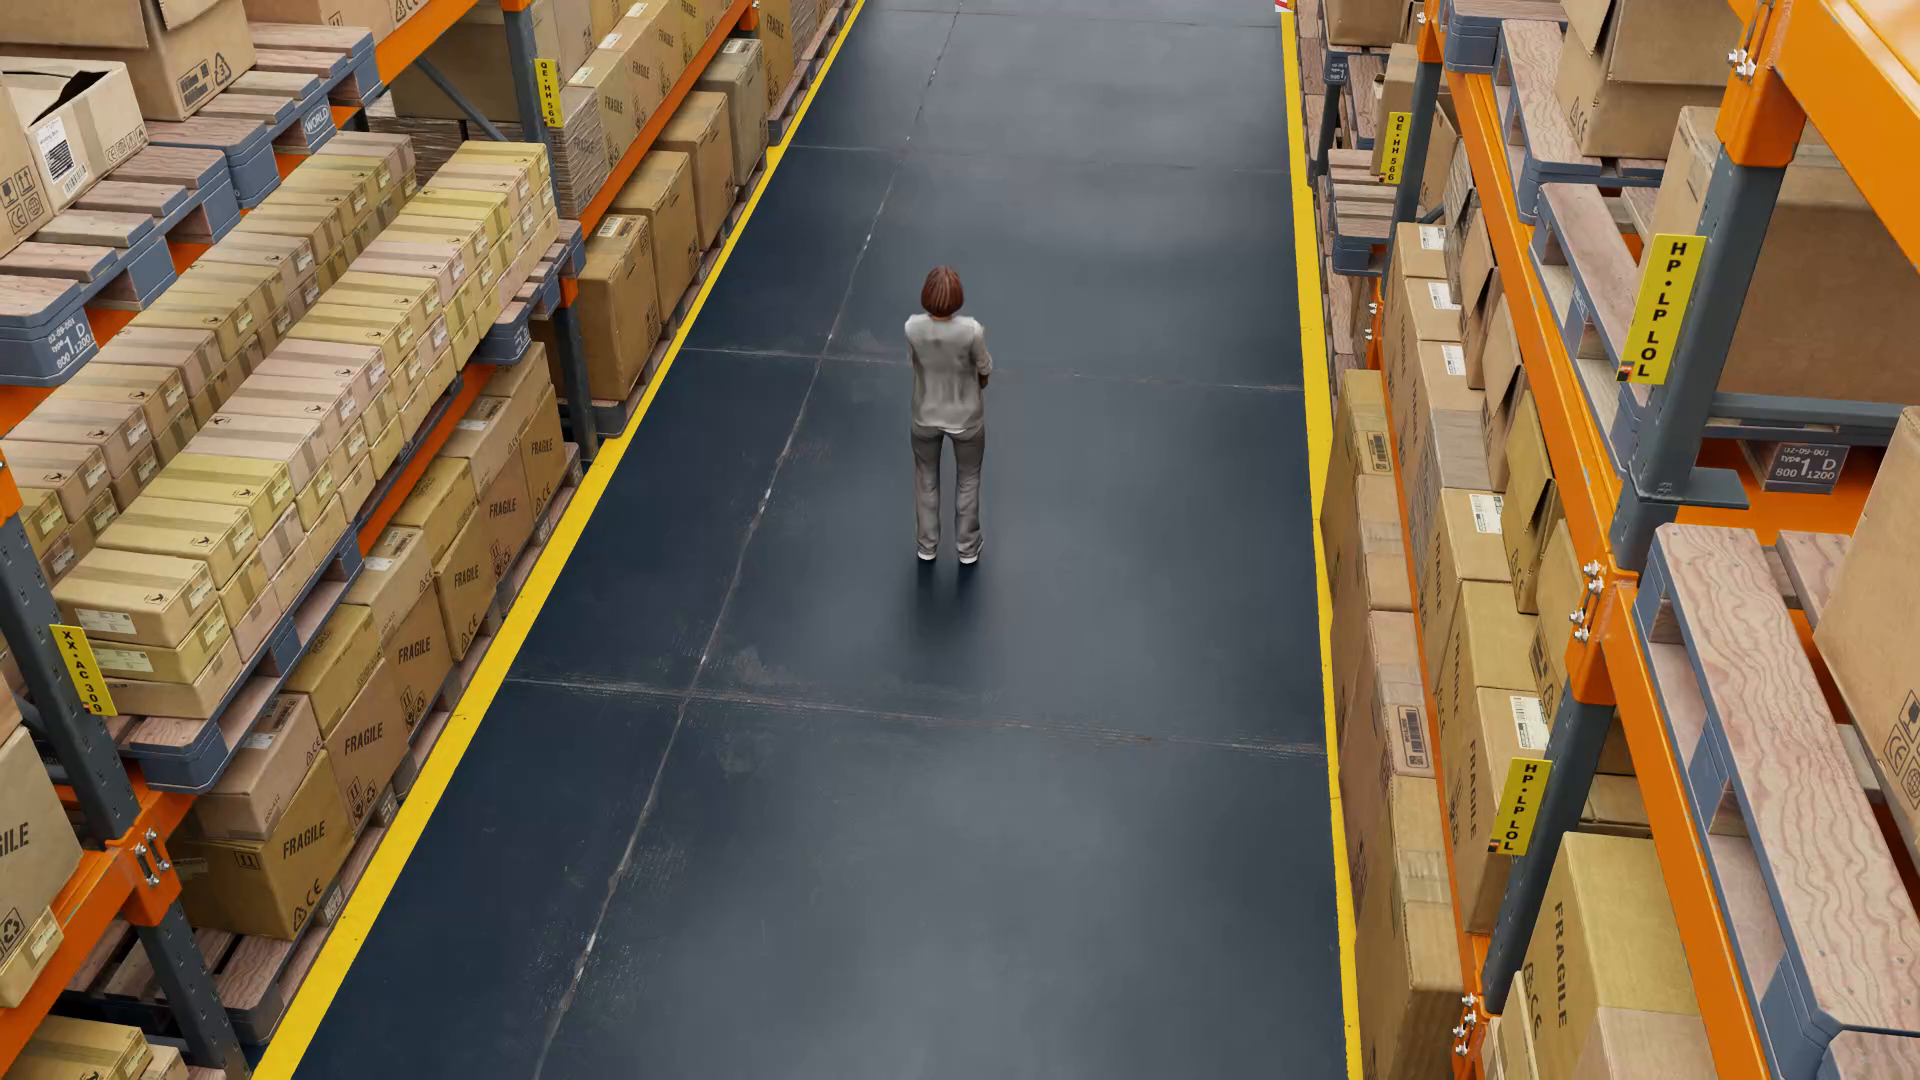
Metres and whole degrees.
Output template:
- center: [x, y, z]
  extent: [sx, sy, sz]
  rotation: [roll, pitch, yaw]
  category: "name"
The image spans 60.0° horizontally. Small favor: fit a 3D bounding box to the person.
- center: [-0.047, -0.628, 7.894]
  extent: [0.380, 1.596, 0.495]
  rotation: [5, 37, 6]
  category: "person"
